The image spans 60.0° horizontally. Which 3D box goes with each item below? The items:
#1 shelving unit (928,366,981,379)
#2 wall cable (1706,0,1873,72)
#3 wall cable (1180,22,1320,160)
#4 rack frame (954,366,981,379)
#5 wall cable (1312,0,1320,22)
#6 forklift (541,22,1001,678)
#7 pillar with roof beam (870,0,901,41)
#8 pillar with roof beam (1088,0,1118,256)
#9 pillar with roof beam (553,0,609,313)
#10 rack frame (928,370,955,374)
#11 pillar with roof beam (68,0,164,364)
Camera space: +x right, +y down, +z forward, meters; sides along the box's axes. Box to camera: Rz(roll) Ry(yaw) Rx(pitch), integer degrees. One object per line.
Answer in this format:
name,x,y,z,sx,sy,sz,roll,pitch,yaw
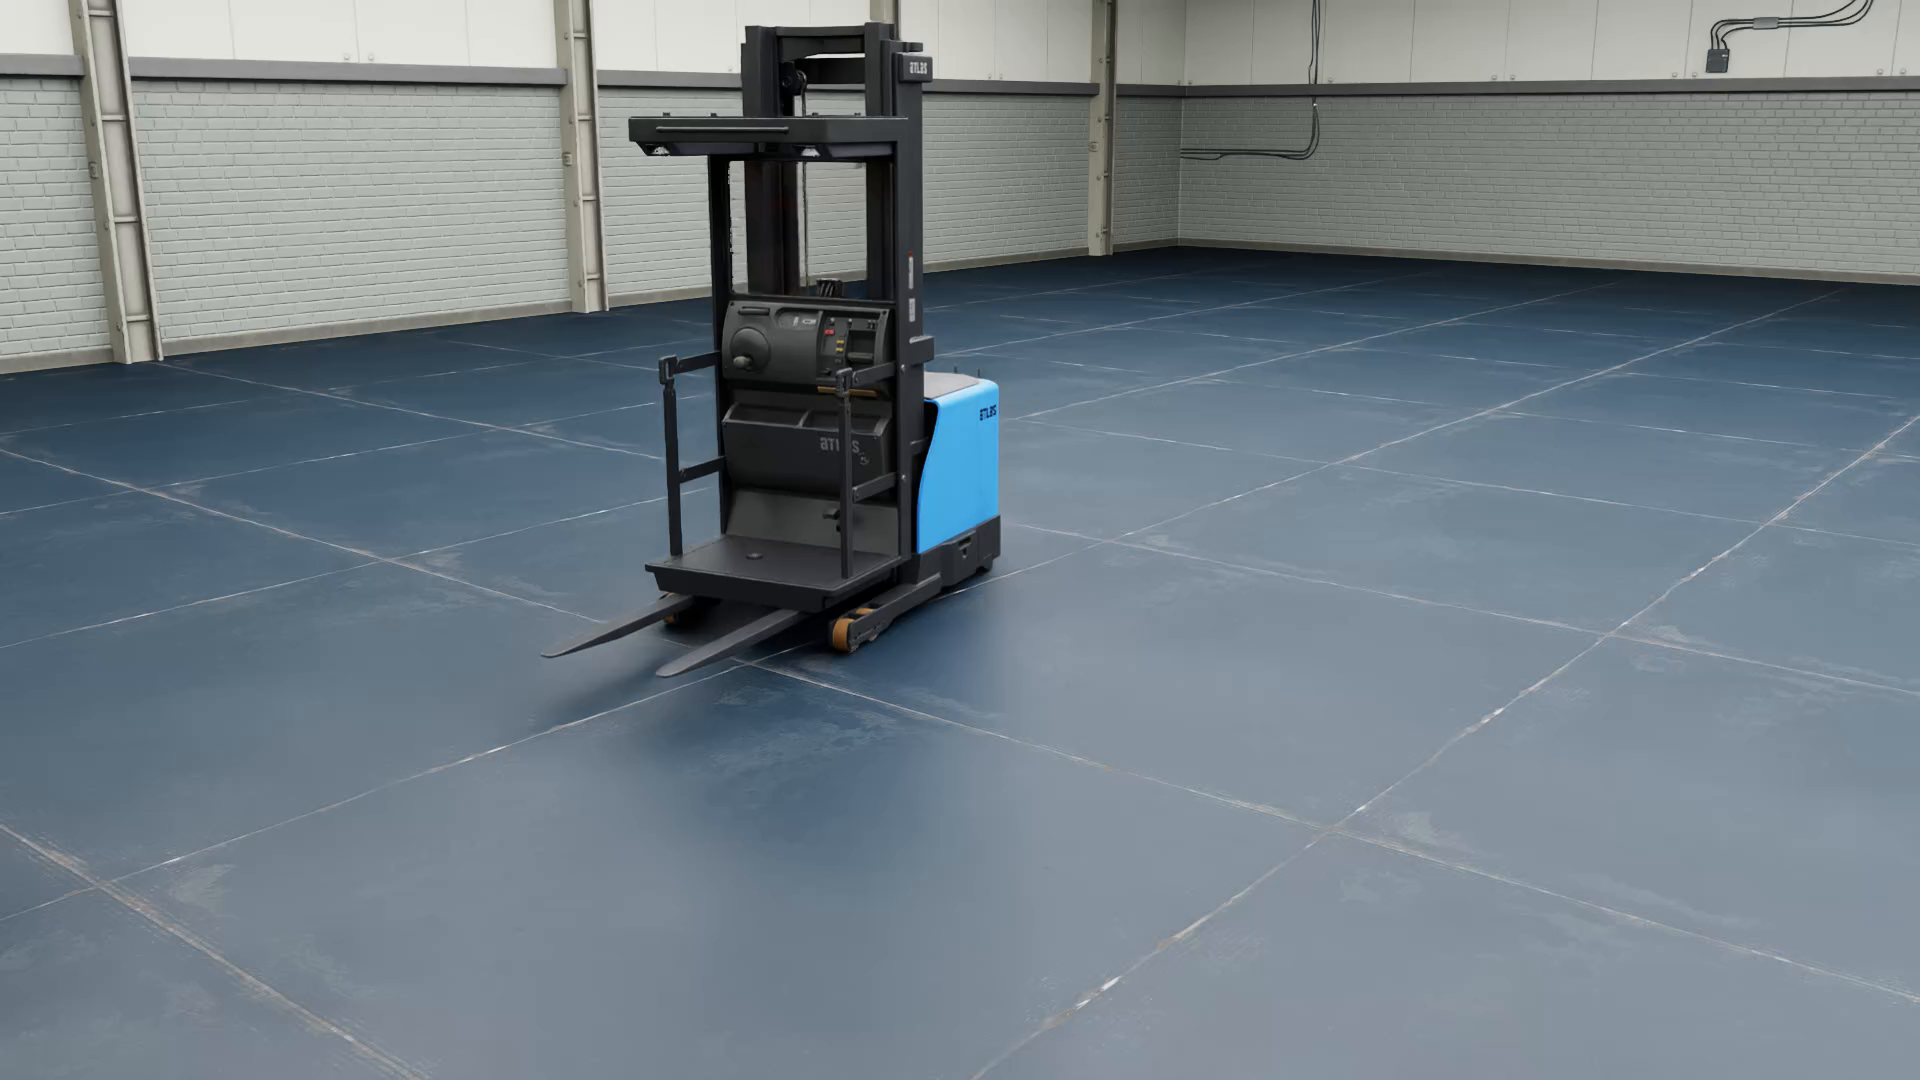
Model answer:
shelving unit,-0.034,-0.499,9.953,0.215,1.050,0.252,11,18,38
wall cable,12.877,-10.242,25.255,2.305,6.003,0.169,11,18,38
wall cable,5.502,-8.560,31.851,3.097,2.526,0.112,11,18,38
rack frame,0.043,-0.522,10.045,0.200,1.050,0.008,11,18,38
wall cable,7.607,-10.590,29.581,3.097,2.526,0.112,11,18,38
forklift,-0.868,-1.003,8.118,1.130,2.935,3.031,7,16,25
pillar with roof beam,2.200,-7.891,22.907,9.100,9.000,0.400,11,18,38
pillar with roof beam,5.971,-9.040,27.431,9.100,9.000,0.400,11,18,38
pillar with roof beam,-1.571,-6.742,18.384,9.100,9.000,0.400,11,18,38
rack frame,-0.110,-0.475,9.861,0.200,1.050,0.008,11,18,38
pillar with roof beam,-5.342,-5.593,13.861,9.100,9.000,0.400,11,18,38
